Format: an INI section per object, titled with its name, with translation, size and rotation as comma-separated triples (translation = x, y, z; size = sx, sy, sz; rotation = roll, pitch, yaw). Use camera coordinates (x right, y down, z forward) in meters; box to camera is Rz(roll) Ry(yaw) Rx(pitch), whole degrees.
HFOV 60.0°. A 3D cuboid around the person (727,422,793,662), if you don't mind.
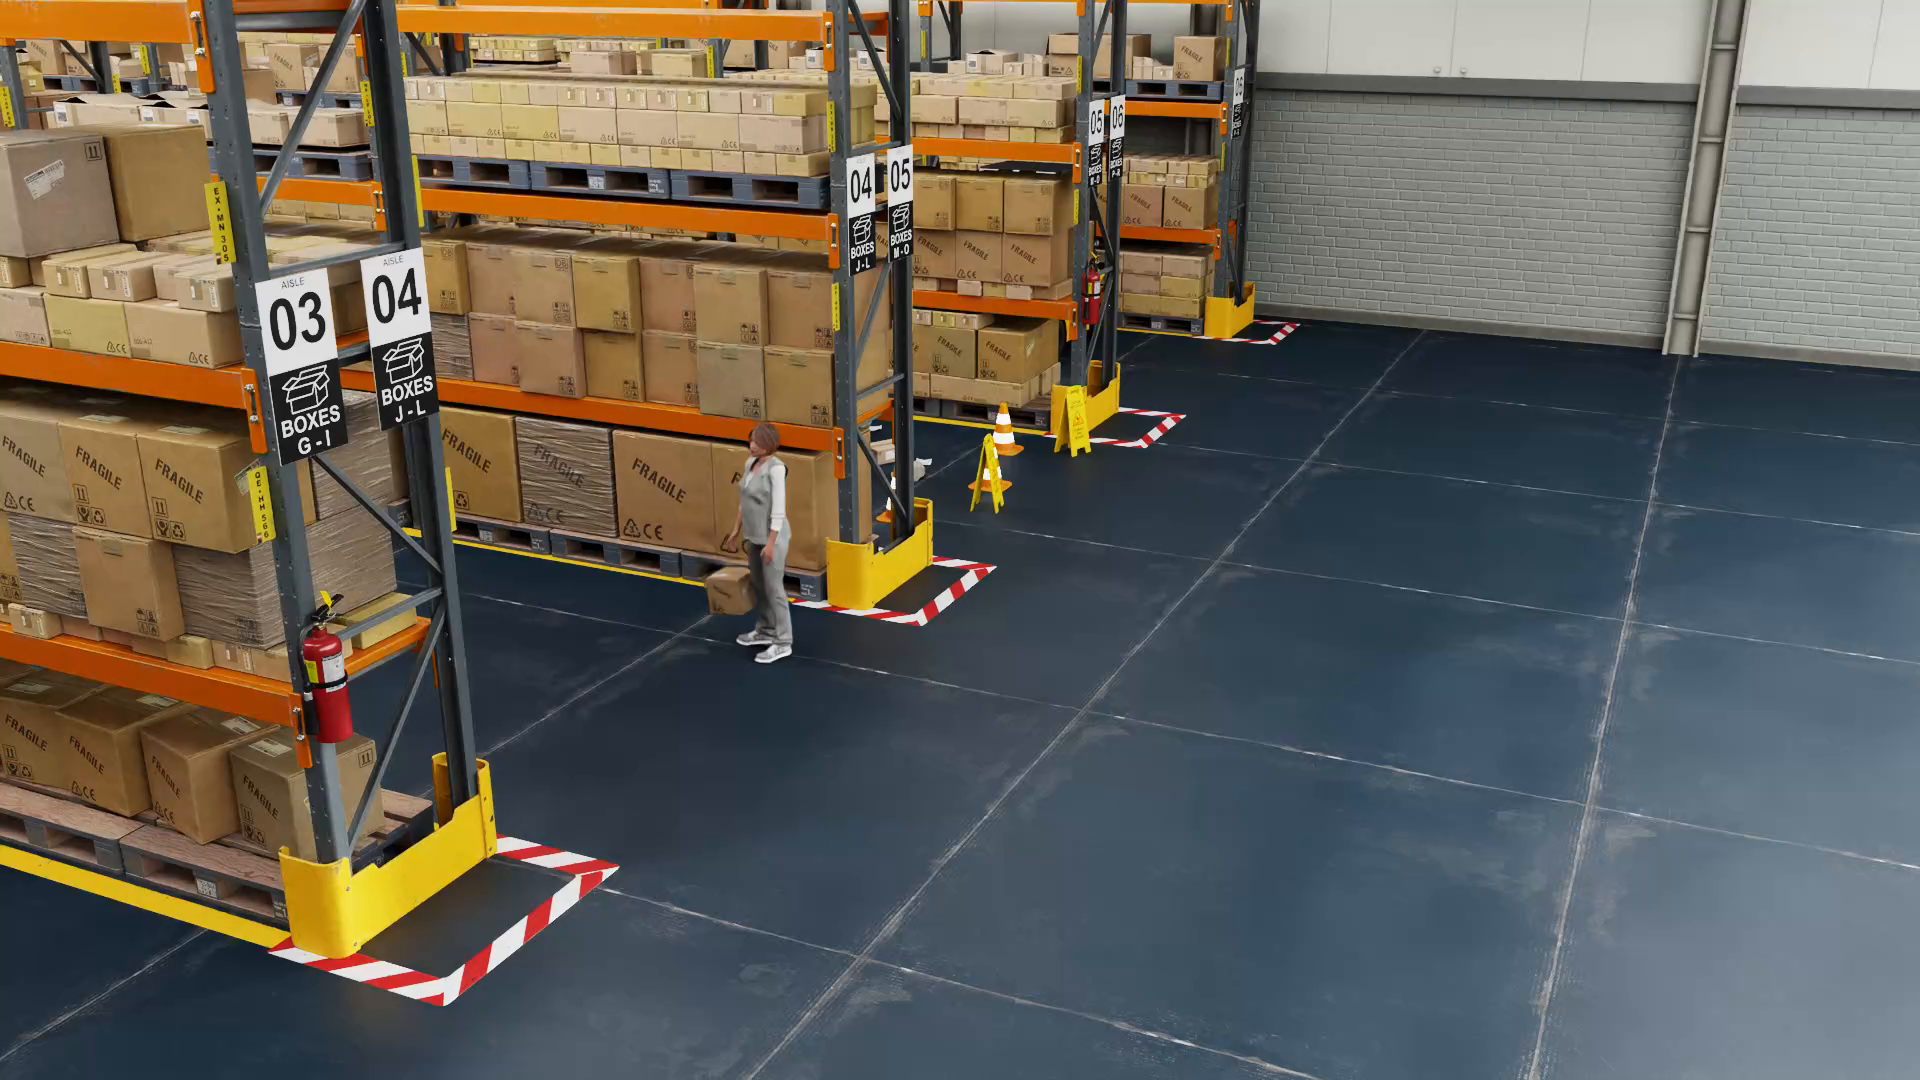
[person]
translation = -1.316, 0.001, 11.011
size = 0.352, 1.607, 0.500
rotation = -12, 23, -31
